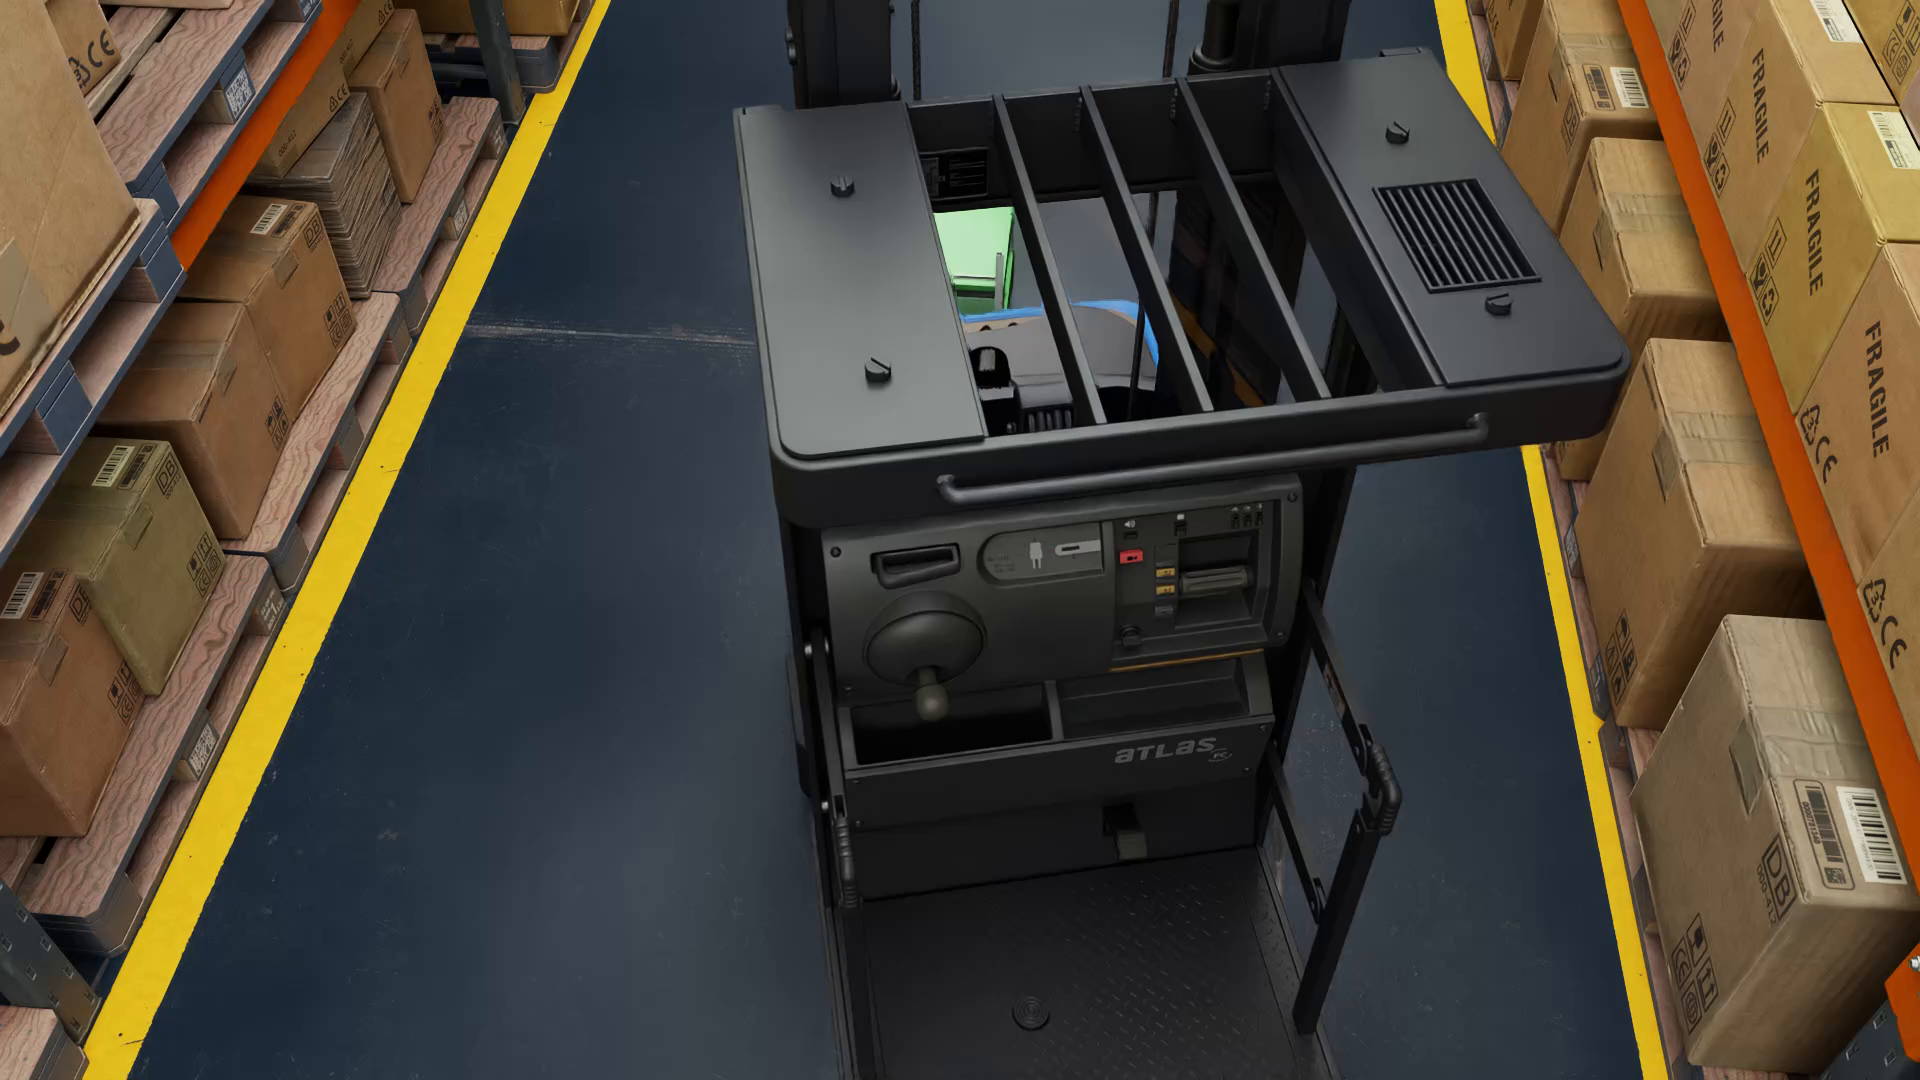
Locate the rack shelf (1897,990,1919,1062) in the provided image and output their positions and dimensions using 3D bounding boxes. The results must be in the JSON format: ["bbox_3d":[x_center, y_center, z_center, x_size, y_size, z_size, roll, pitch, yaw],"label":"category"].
[{"bbox_3d":[2.088,2.281,1.618,1.077,0.370,4.000,4,48,4],"label":"rack shelf"}]

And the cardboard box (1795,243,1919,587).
[{"bbox_3d":[2.098,-0.238,3.367,0.500,0.500,0.500,3,48,3],"label":"cardboard box"}]

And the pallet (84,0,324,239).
[{"bbox_3d":[-2.434,-1.256,4.496,1.003,0.211,1.213,4,48,4],"label":"pallet"}]

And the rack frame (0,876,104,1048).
[{"bbox_3d":[-2.659,0.161,3.070,1.000,3.000,0.127,4,48,4],"label":"rack frame"}]

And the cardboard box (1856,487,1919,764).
[{"bbox_3d":[2.052,0.134,3.027,0.500,0.500,0.500,4,48,3],"label":"cardboard box"}]

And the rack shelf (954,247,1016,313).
[{"bbox_3d":[0.015,-0.645,4.789,0.258,0.148,0.480,4,48,4],"label":"rack shelf"}]

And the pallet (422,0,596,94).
[{"bbox_3d":[-2.148,-2.411,7.313,1.003,0.211,1.213,4,48,4],"label":"pallet"}]

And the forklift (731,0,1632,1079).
[{"bbox_3d":[0.243,0.213,3.069,1.130,2.935,3.031,-7,48,-6],"label":"forklift"}]

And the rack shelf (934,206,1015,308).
[{"bbox_3d":[0.015,-0.807,4.611,0.258,0.148,0.480,4,48,4],"label":"rack shelf"}]

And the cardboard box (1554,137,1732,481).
[{"bbox_3d":[2.414,-0.669,5.069,1.050,0.750,0.750,5,48,4],"label":"cardboard box"}]

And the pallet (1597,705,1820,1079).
[{"bbox_3d":[2.266,0.938,4.249,1.003,0.211,1.213,4,48,4],"label":"pallet"}]

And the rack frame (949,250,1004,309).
[{"bbox_3d":[-0.007,-0.347,4.755,0.240,1.200,0.015,4,48,4],"label":"rack frame"}]

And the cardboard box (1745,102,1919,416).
[{"bbox_3d":[2.144,-0.609,3.706,0.500,0.500,0.500,4,48,4],"label":"cardboard box"}]

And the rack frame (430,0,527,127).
[{"bbox_3d":[-2.295,-2.778,5.758,1.000,3.000,0.127,4,48,4],"label":"rack frame"}]

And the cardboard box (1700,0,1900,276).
[{"bbox_3d":[2.188,-0.982,4.048,0.500,0.500,0.500,3,48,3],"label":"cardboard box"}]

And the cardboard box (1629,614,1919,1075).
[{"bbox_3d":[2.238,0.724,3.795,1.050,0.750,0.750,4,48,3],"label":"cardboard box"}]

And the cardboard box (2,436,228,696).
[{"bbox_3d":[-2.520,0.057,4.561,0.700,0.500,0.500,4,48,3],"label":"cardboard box"}]

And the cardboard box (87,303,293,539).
[{"bbox_3d":[-2.469,-0.354,4.937,0.700,0.500,0.500,0,48,0],"label":"cardboard box"}]

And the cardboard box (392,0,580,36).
[{"bbox_3d":[-2.211,-2.709,6.850,1.225,0.875,0.875,2,48,2],"label":"cardboard box"}]

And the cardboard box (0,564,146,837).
[{"bbox_3d":[-2.582,0.406,4.241,0.700,0.500,0.500,1,48,1],"label":"cardboard box"}]

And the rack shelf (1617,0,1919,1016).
[{"bbox_3d":[2.453,-0.658,4.307,1.077,0.370,4.000,4,48,4],"label":"rack shelf"}]

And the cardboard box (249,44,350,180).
[{"bbox_3d":[-2.364,-1.451,5.432,0.500,0.250,0.500,9,48,8],"label":"cardboard box"}]

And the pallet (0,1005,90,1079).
[{"bbox_3d":[-2.685,1.598,3.645,1.003,0.211,1.213,4,48,4],"label":"pallet"}]

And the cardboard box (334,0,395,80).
[{"bbox_3d":[-2.326,-1.842,5.790,0.500,0.250,0.500,6,48,5],"label":"cardboard box"}]

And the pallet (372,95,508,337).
[{"bbox_3d":[-2.368,-1.263,6.262,1.003,0.211,1.213,4,48,4],"label":"pallet"}]

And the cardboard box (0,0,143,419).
[{"bbox_3d":[-2.448,-0.758,3.219,1.000,1.000,1.000,4,48,4],"label":"cardboard box"}]

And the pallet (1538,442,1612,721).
[{"bbox_3d":[2.375,0.039,5.071,1.003,0.211,1.213,4,48,4],"label":"pallet"}]

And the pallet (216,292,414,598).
[{"bbox_3d":[-2.481,-0.369,5.444,1.003,0.211,1.213,4,48,4],"label":"pallet"}]

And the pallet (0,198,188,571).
[{"bbox_3d":[-2.445,-0.326,3.645,1.003,0.211,1.213,4,48,4],"label":"pallet"}]

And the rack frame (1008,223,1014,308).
[{"bbox_3d":[0.037,-0.706,5.083,0.240,1.200,0.015,4,48,4],"label":"rack frame"}]

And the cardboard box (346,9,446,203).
[{"bbox_3d":[-2.336,-1.589,6.067,0.700,0.500,0.500,2,48,1],"label":"cardboard box"}]

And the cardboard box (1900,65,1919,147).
[{"bbox_3d":[2.401,-0.917,3.311,0.700,0.500,0.500,4,48,4],"label":"cardboard box"}]

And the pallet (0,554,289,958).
[{"bbox_3d":[-2.590,0.530,4.622,1.003,0.211,1.213,4,48,4],"label":"pallet"}]

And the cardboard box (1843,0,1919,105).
[{"bbox_3d":[2.449,-1.288,3.650,0.700,0.500,0.500,3,48,3],"label":"cardboard box"}]

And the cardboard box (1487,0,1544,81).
[{"bbox_3d":[2.435,-2.170,6.611,0.500,0.500,0.500,4,48,3],"label":"cardboard box"}]

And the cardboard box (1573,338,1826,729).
[{"bbox_3d":[2.329,0.016,4.443,1.050,0.750,0.750,4,48,4],"label":"cardboard box"}]

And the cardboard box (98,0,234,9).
[{"bbox_3d":[-2.178,-1.631,4.516,0.396,0.266,0.258,3,48,2],"label":"cardboard box"}]

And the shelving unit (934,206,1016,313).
[{"bbox_3d":[0.015,-0.527,4.919,0.258,1.200,0.503,4,48,4],"label":"shelving unit"}]

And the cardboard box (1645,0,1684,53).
[{"bbox_3d":[2.282,-1.719,4.721,0.500,0.500,0.500,3,48,3],"label":"cardboard box"}]

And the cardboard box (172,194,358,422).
[{"bbox_3d":[-2.419,-0.764,5.312,0.700,0.500,0.500,7,48,7],"label":"cardboard box"}]

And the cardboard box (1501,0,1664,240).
[{"bbox_3d":[2.490,-1.312,5.657,1.050,0.750,0.750,3,48,3],"label":"cardboard box"}]

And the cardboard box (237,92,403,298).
[{"bbox_3d":[-2.374,-1.181,5.693,0.700,0.500,0.500,0,48,0],"label":"cardboard box"}]

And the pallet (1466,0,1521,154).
[{"bbox_3d":[2.708,-2.004,6.939,1.003,0.211,1.213,4,48,4],"label":"pallet"}]

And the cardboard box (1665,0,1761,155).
[{"bbox_3d":[2.236,-1.348,4.382,0.500,0.500,0.500,4,48,3],"label":"cardboard box"}]

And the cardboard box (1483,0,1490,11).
[{"bbox_3d":[2.486,-2.551,6.960,0.500,0.500,0.500,6,48,5],"label":"cardboard box"}]

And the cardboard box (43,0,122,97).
[{"bbox_3d":[-2.593,-1.296,4.048,0.797,0.503,0.637,8,48,8],"label":"cardboard box"}]
